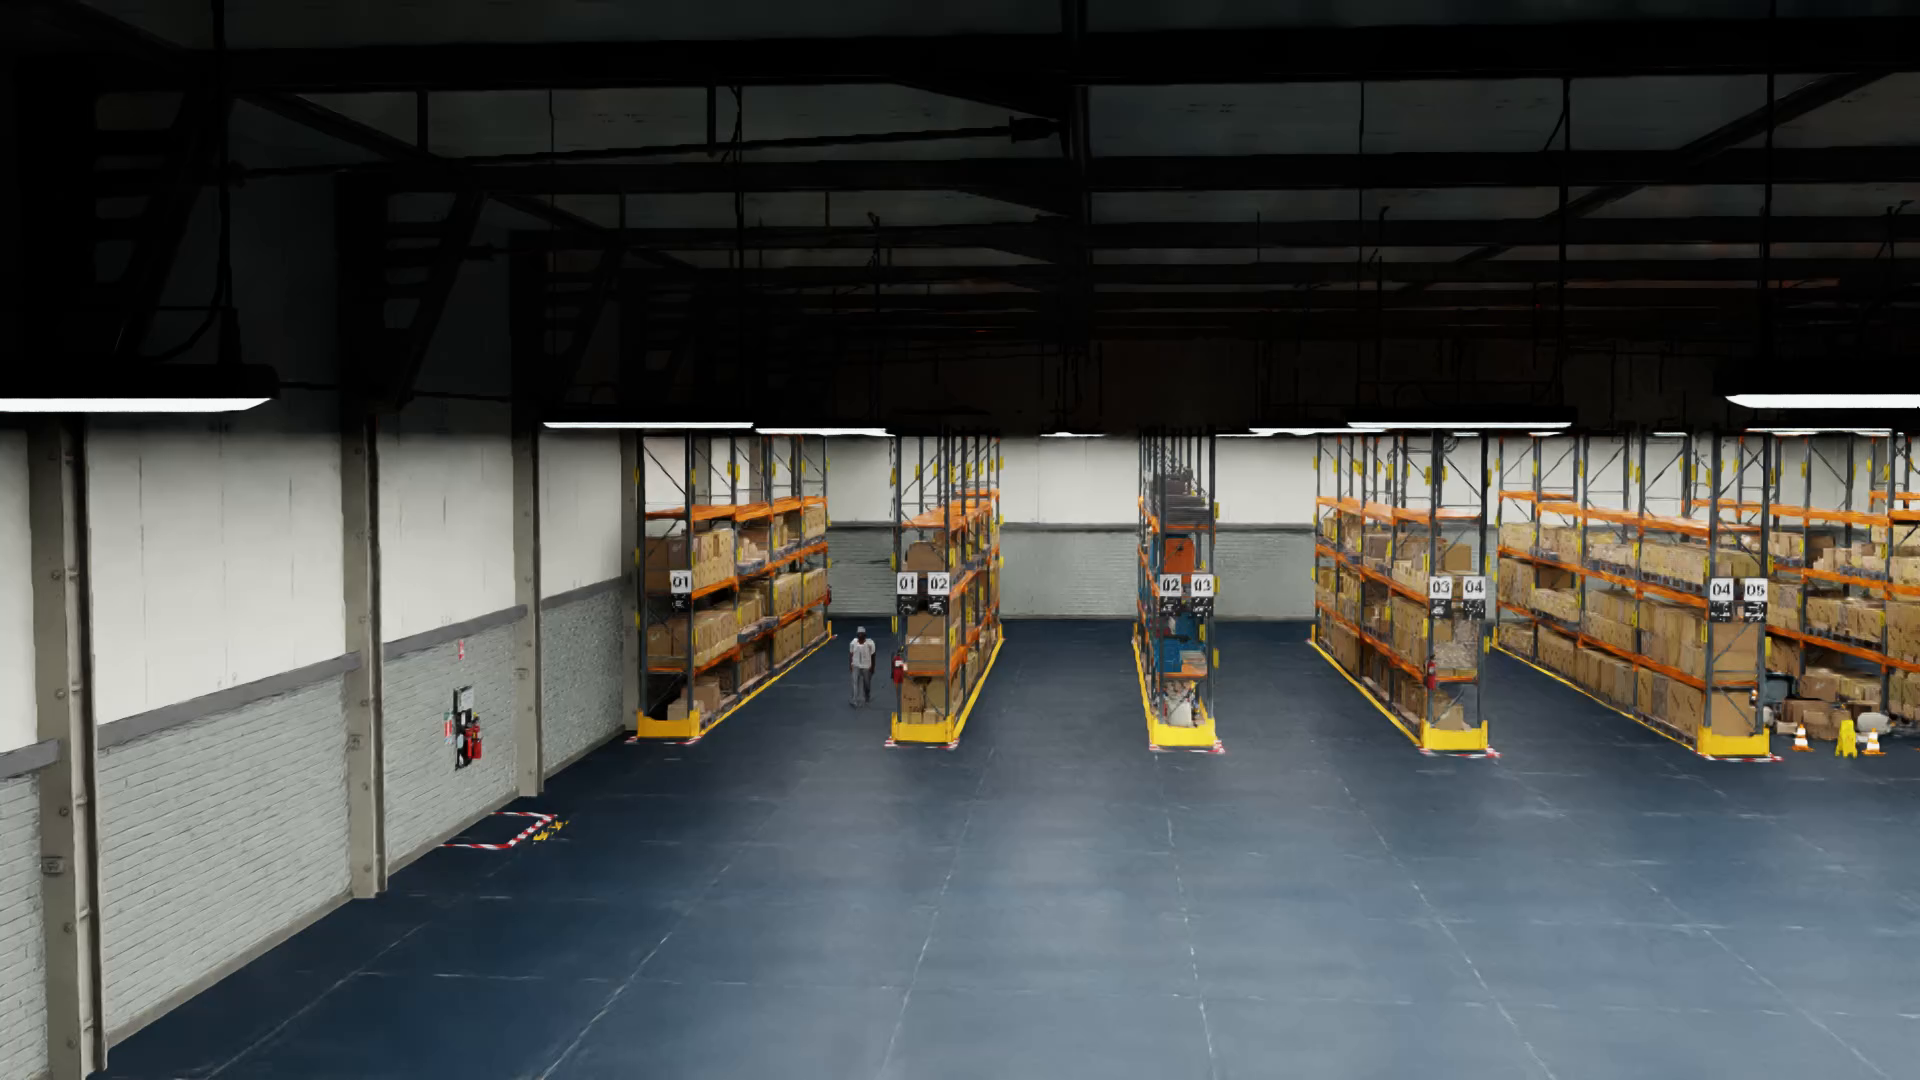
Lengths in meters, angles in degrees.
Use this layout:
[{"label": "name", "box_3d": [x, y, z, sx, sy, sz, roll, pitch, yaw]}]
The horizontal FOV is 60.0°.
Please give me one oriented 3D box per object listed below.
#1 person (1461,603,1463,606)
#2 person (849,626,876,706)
[{"label": "person", "box_3d": [15.173, 1.856, 49.318, 0.589, 1.746, 0.950, 1, 4, 20]}, {"label": "person", "box_3d": [-2.102, 2.690, 35.777, 0.575, 1.689, 1.126, 0, 3, 2]}]
